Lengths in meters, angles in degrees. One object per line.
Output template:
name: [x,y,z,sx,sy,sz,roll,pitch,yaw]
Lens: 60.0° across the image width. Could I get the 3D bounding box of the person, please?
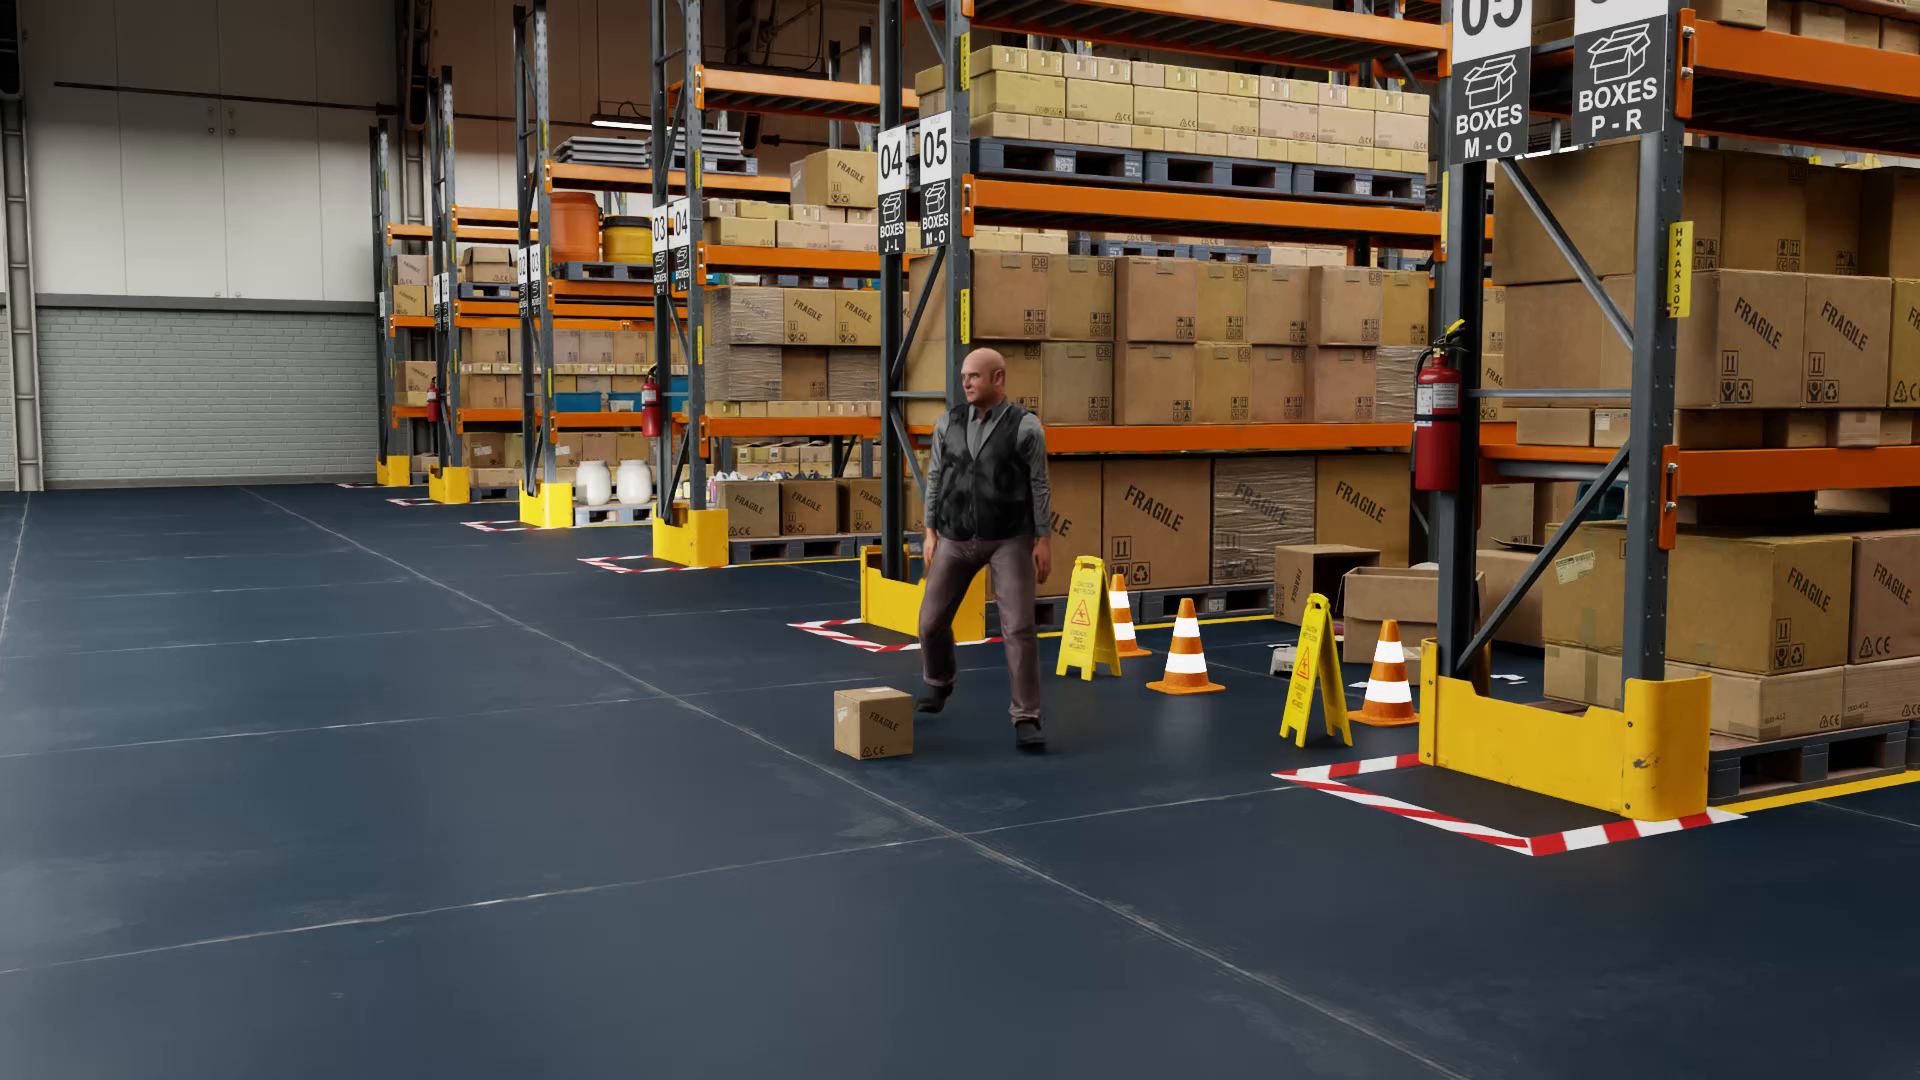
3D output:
person: [0.096,0.016,7.306,0.749,1.710,0.699,2,5,19]
